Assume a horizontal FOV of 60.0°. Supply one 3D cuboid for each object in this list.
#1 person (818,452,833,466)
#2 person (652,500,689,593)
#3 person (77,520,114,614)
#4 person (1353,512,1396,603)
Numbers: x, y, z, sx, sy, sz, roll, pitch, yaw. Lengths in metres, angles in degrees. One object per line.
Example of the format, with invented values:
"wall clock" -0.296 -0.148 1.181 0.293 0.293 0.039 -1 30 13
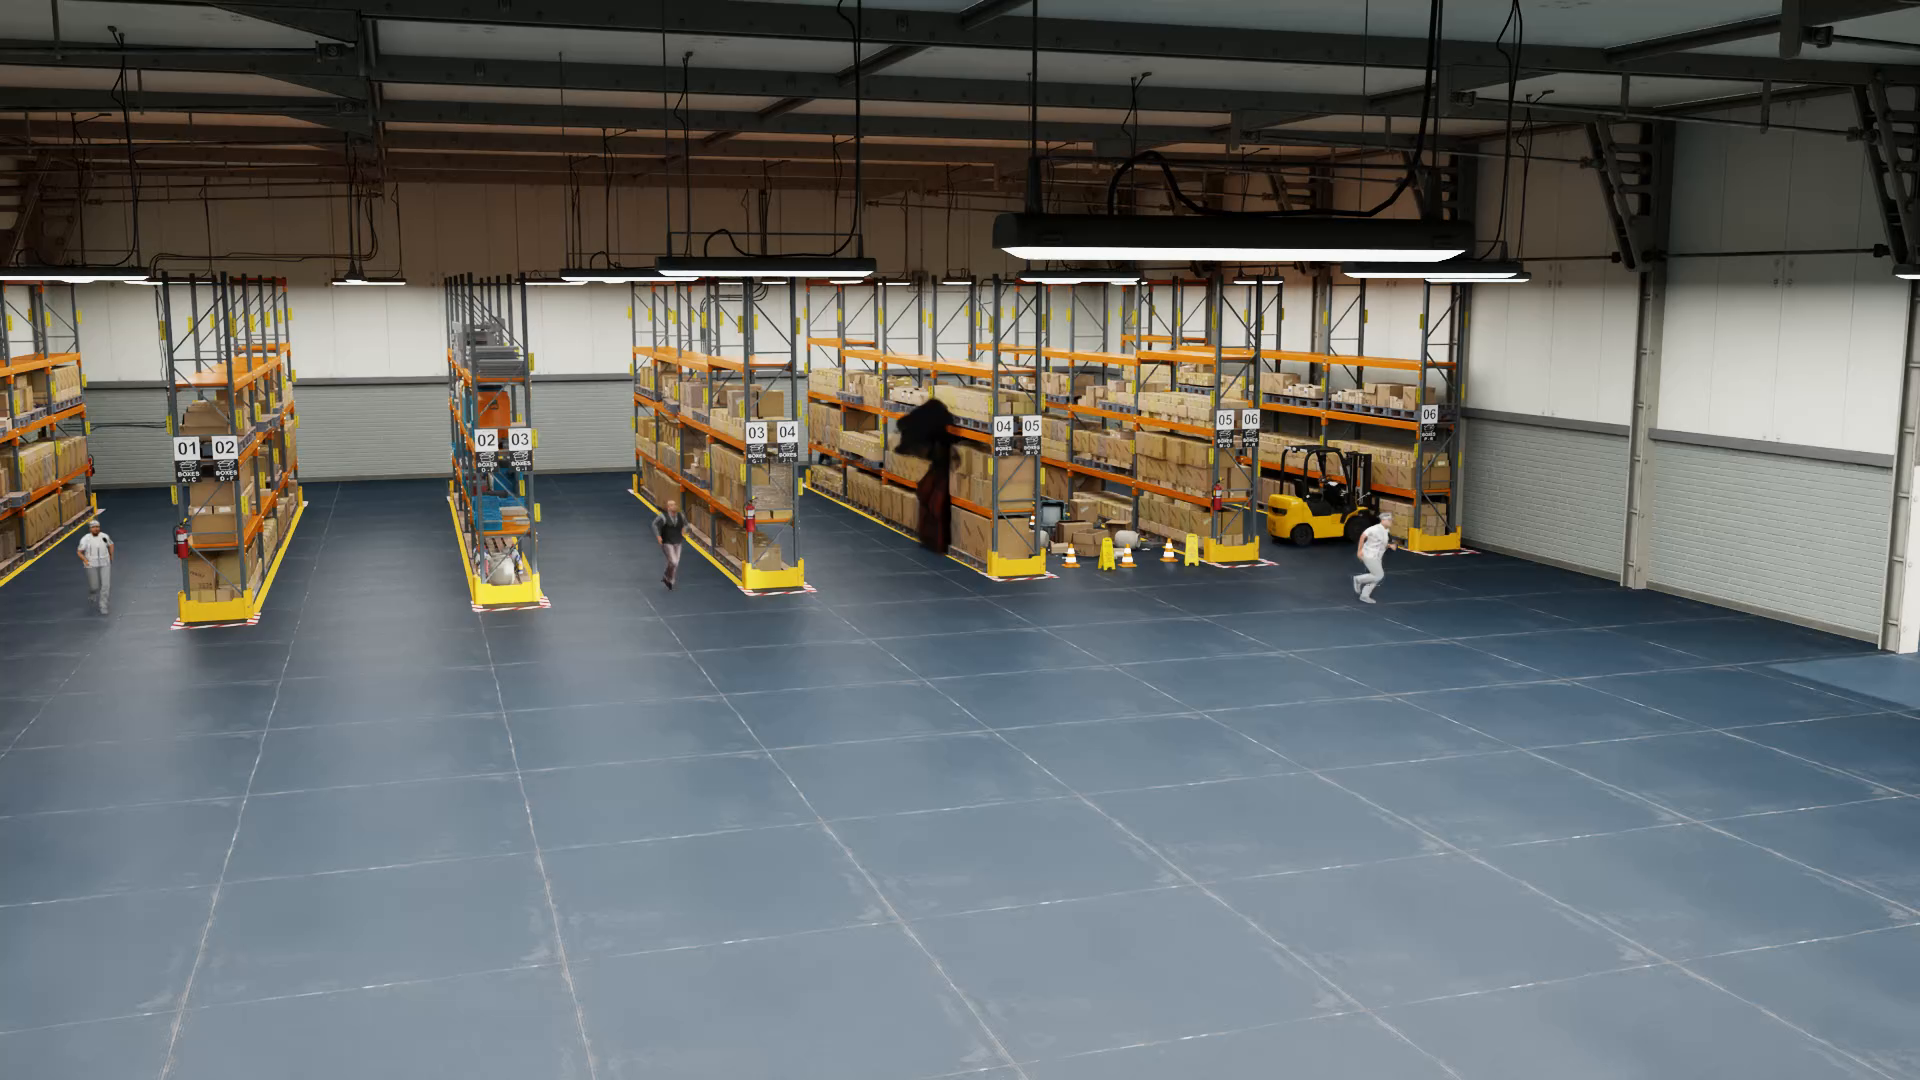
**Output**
"person" -4.034 -2.617 49.945 0.891 1.588 0.535 -7 11 -39
"person" -5.487 0.118 31.705 0.689 1.789 0.701 -6 11 -36
"person" -15.418 0.468 29.736 0.613 1.639 0.749 -6 11 -36
"person" 7.615 0.318 30.478 0.749 1.698 0.653 5 10 31
